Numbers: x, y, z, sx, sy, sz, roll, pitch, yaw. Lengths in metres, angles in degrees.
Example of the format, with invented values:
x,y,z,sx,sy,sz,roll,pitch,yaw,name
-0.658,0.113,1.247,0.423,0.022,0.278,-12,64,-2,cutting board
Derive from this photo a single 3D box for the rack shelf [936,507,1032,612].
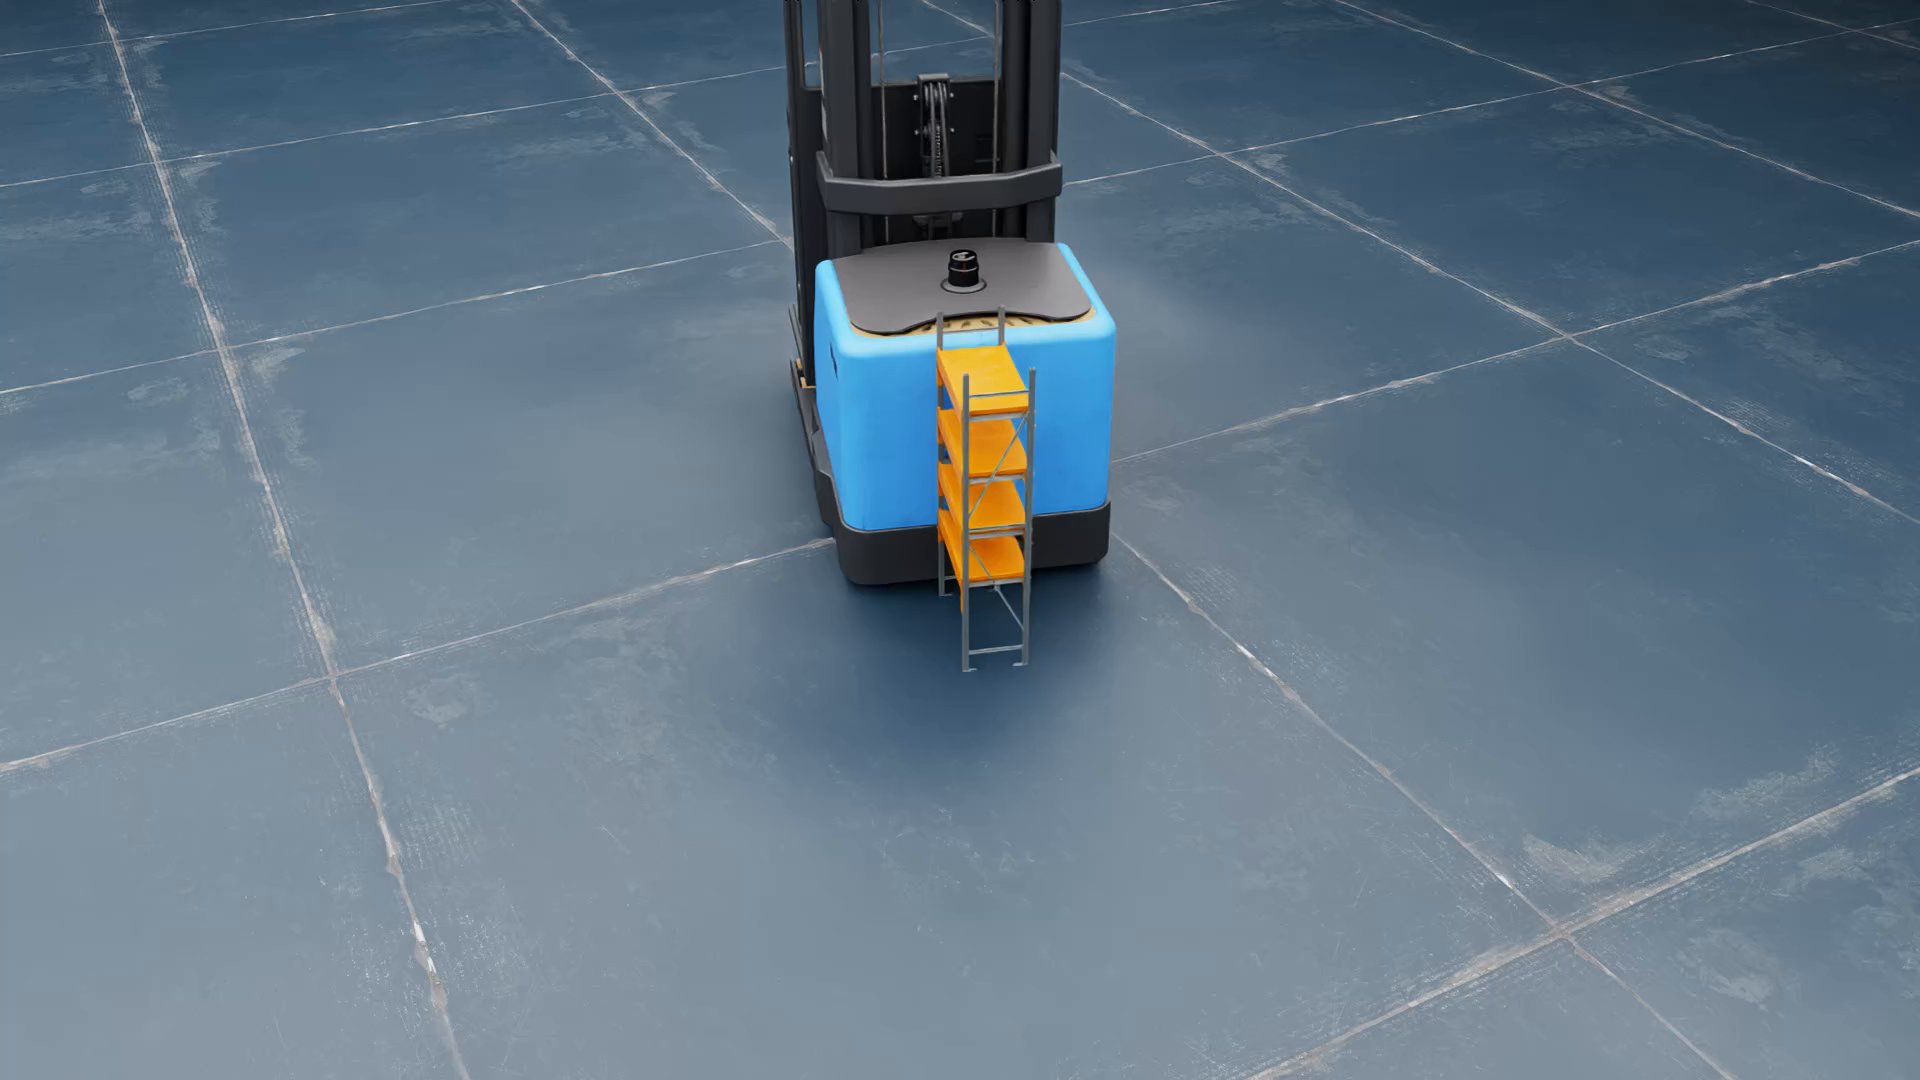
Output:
x,y,z,sx,sy,sz,roll,pitch,yaw,name
0.083,0.054,6.046,0.258,0.148,0.480,-6,33,-9,rack shelf

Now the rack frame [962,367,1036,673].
x,y,z,sx,sy,sz,roll,pitch,yaw,name
0.127,-0.040,5.700,0.240,1.200,0.015,-6,33,-9,rack frame

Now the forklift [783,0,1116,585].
x,y,z,sx,sy,sz,roll,pitch,yaw,name
-0.188,-1.845,6.912,1.130,2.935,3.031,-6,33,-9,forklift

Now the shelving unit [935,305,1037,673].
x,y,z,sx,sy,sz,roll,pitch,yaw,name
0.083,-0.169,5.902,0.258,1.200,0.503,-6,33,-9,shelving unit

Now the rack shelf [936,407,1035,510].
x,y,z,sx,sy,sz,roll,pitch,yaw,name
0.083,-0.301,5.818,0.258,0.148,0.480,-6,33,-9,rack shelf

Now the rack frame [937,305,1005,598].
x,y,z,sx,sy,sz,roll,pitch,yaw,name
0.038,-0.299,6.104,0.240,1.200,0.015,-6,33,-9,rack frame

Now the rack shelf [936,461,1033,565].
x,y,z,sx,sy,sz,roll,pitch,yaw,name
0.083,-0.113,5.939,0.258,0.148,0.480,-6,33,-9,rack shelf

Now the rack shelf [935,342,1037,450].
x,y,z,sx,sy,sz,roll,pitch,yaw,name
0.083,-0.500,5.690,0.258,0.148,0.480,-6,33,-9,rack shelf
